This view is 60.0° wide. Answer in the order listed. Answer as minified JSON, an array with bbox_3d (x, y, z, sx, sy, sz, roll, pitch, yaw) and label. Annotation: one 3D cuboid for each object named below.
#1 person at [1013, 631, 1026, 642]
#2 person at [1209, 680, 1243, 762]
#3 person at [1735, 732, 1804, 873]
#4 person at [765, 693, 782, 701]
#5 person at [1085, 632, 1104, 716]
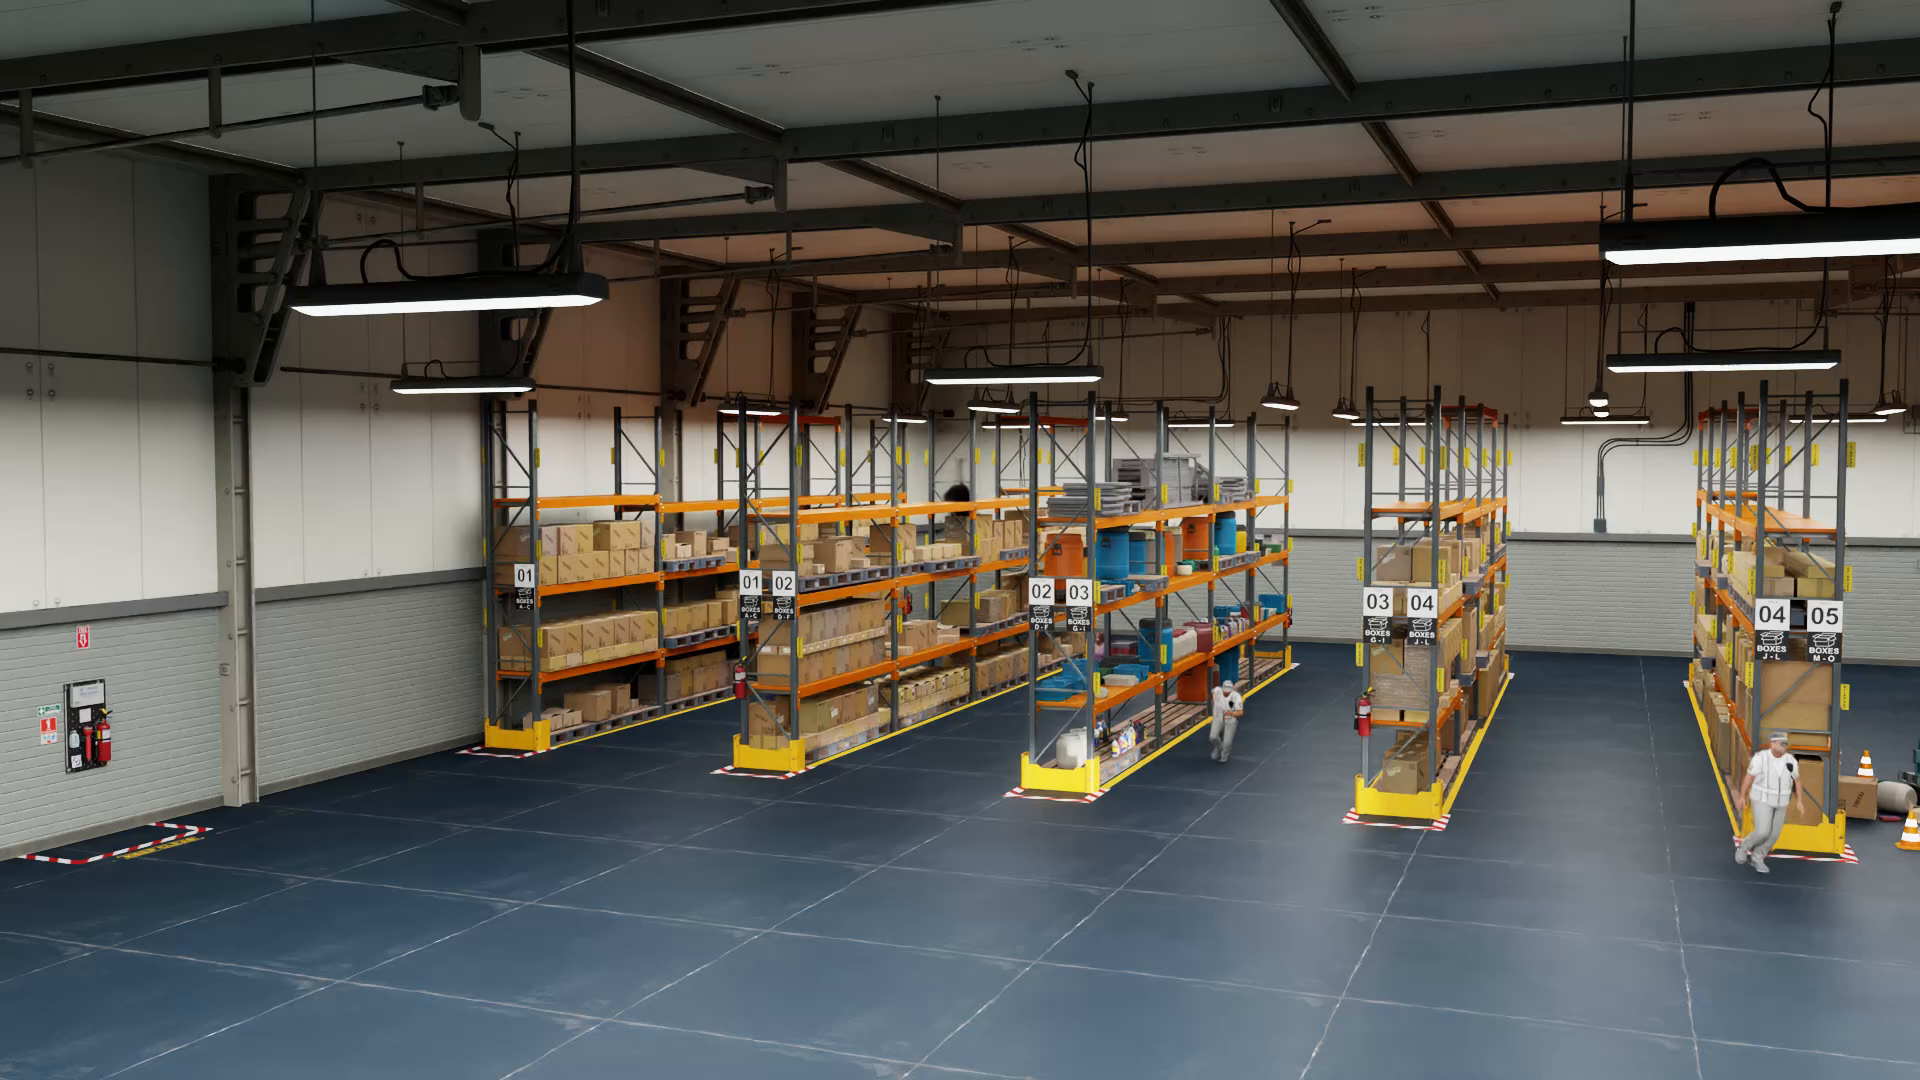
[{"bbox_3d":[1.811,1.916,43.741,1.006,1.775,0.653,2,3,29],"label":"person"},{"bbox_3d":[4.315,2.949,27.052,0.618,1.420,0.953,1,3,17],"label":"person"},{"bbox_3d":[9.758,3.150,20.048,0.665,1.748,0.588,0,3,-6],"label":"person"},{"bbox_3d":[-3.443,2.669,31.113,0.689,1.609,0.568,0,3,8],"label":"person"},{"bbox_3d":[2.717,2.581,32.357,0.531,1.609,0.861,1,3,24],"label":"person"}]
